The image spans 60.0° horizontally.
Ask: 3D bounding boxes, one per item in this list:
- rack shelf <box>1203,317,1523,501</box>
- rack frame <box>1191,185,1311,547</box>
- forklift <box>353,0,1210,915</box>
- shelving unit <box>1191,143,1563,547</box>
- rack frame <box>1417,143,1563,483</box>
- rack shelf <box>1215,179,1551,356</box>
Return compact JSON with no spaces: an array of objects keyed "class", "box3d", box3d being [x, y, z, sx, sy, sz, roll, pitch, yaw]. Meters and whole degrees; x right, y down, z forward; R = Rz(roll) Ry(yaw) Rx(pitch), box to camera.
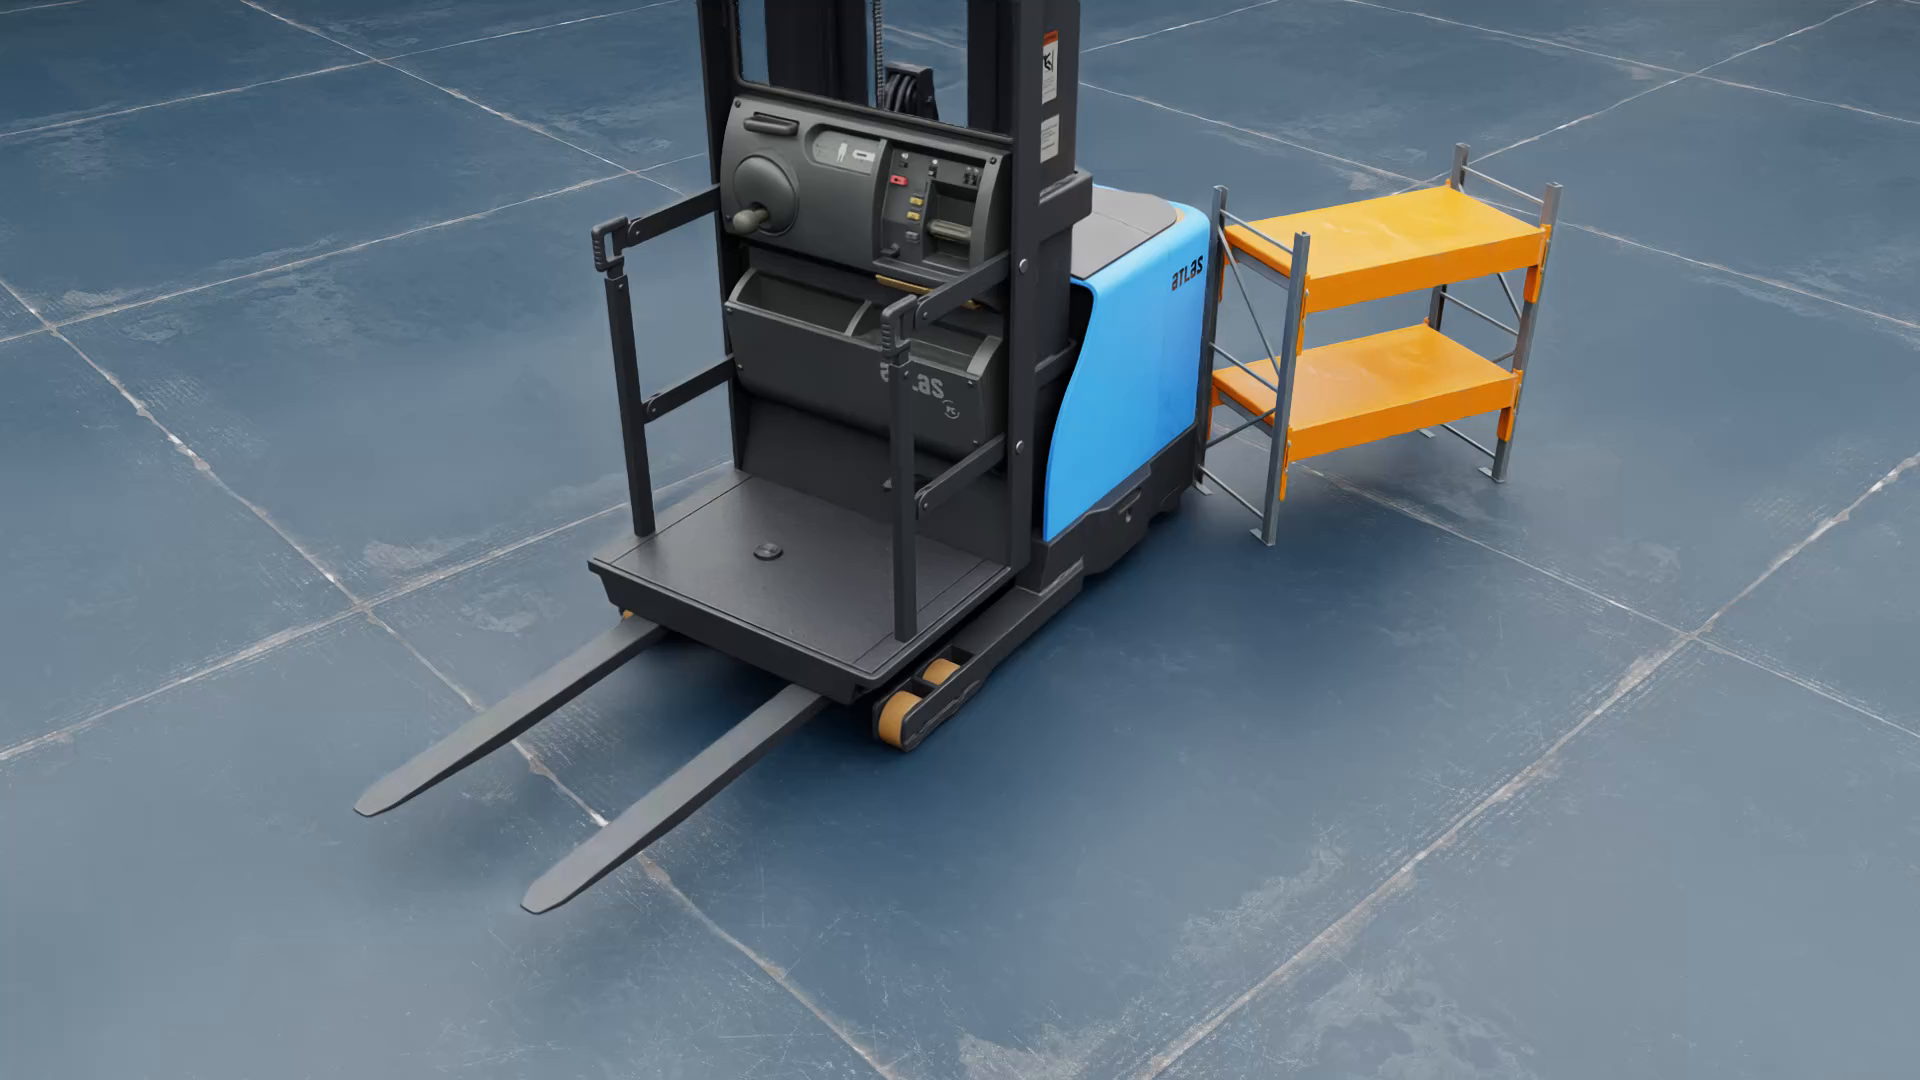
[{"class":"rack shelf","box3d":[1.420,-0.484,5.932,1.000,0.278,0.538,-14,34,-22]},{"class":"rack frame","box3d":[0.962,-0.577,5.615,0.032,1.125,0.500,-14,34,-22]},{"class":"forklift","box3d":[-0.408,-0.934,4.467,1.130,2.935,3.031,20,37,29]},{"class":"shelving unit","box3d":[1.420,-0.693,5.805,1.048,1.125,0.538,-14,34,-22]},{"class":"rack frame","box3d":[1.877,-0.808,5.994,0.032,1.125,0.500,-14,34,-22]},{"class":"rack shelf","box3d":[1.420,-0.942,5.652,1.000,0.278,0.538,-14,34,-22]}]
